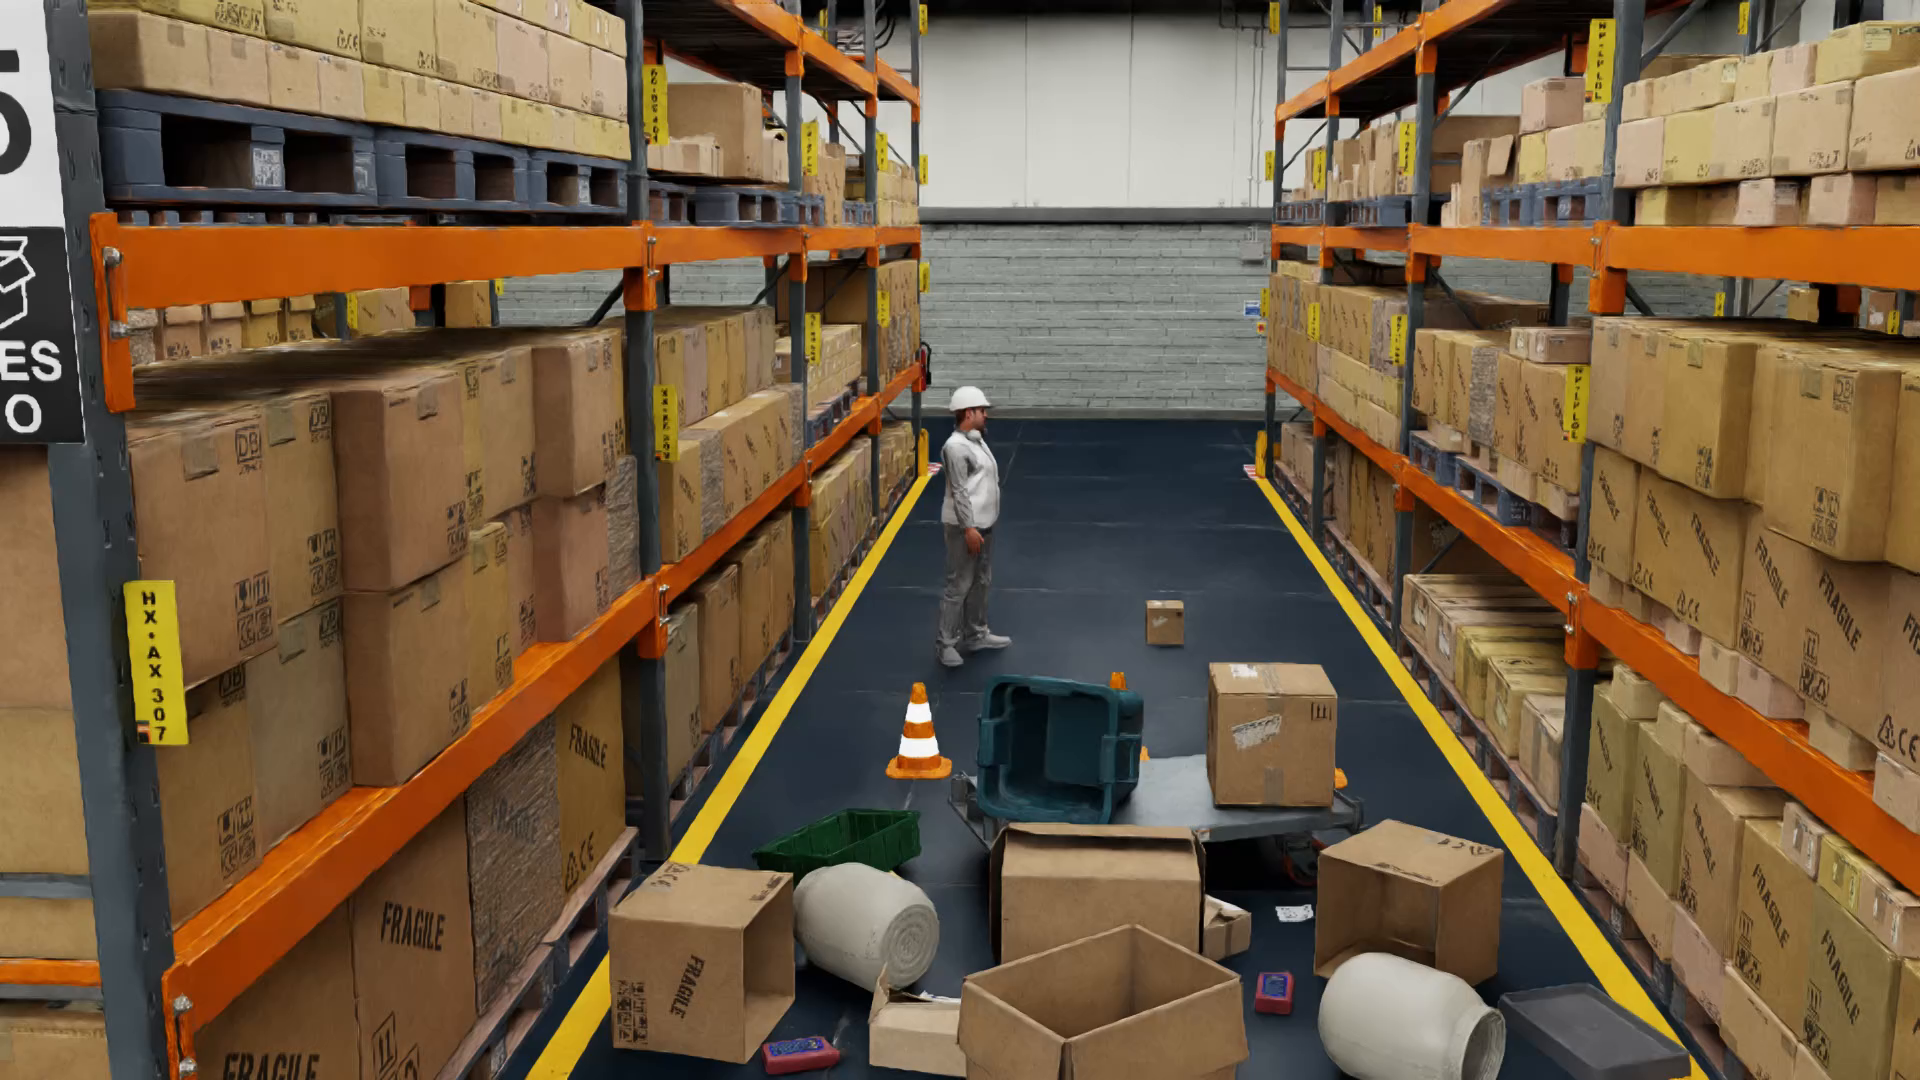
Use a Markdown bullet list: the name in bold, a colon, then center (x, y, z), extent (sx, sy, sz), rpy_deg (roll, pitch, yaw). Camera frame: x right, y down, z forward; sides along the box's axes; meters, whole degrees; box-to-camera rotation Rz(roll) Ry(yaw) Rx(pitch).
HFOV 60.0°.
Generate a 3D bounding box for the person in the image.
- **person**: center (0.072, -0.111, 10.799), extent (0.412, 1.773, 0.659), rpy_deg (3, 11, 16)
